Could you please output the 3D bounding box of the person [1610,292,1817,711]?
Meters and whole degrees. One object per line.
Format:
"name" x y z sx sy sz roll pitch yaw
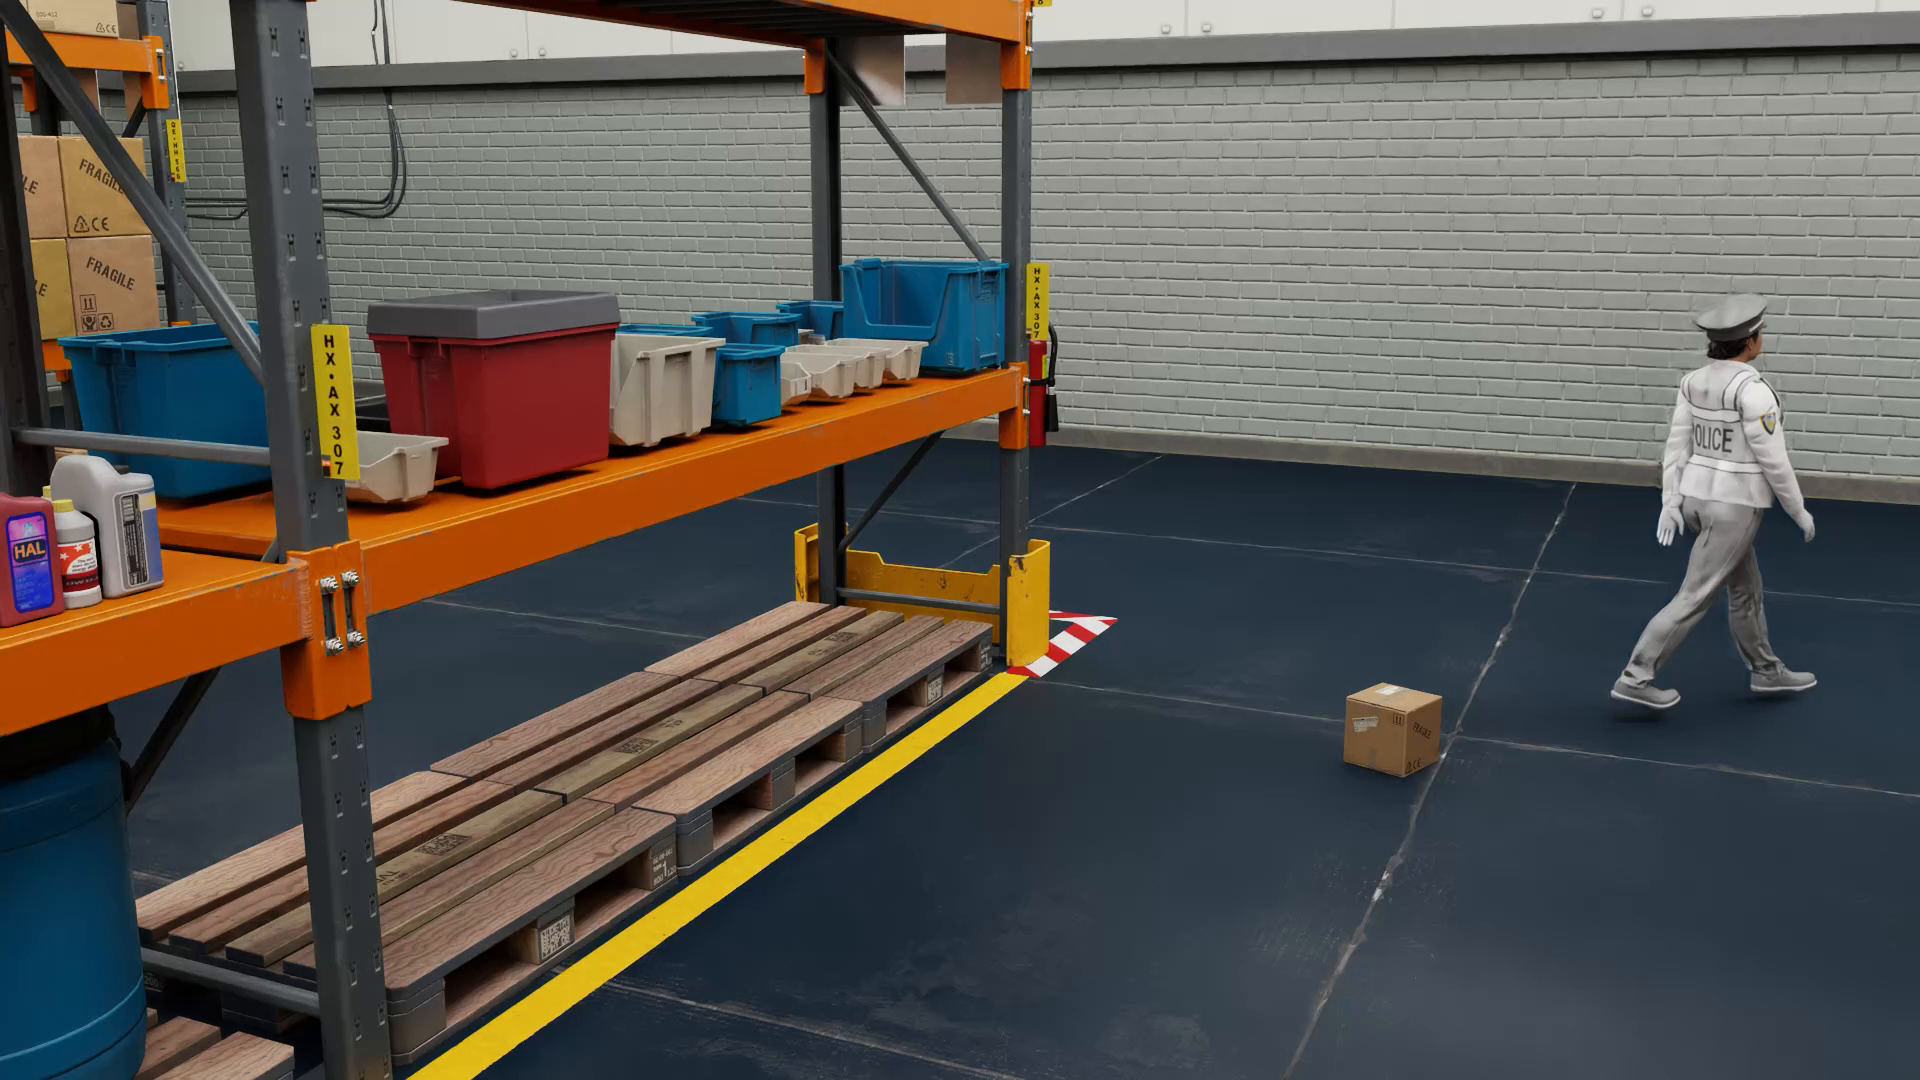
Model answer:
"person" 3.058 -0.147 6.519 0.987 1.630 0.485 -2 12 -9
